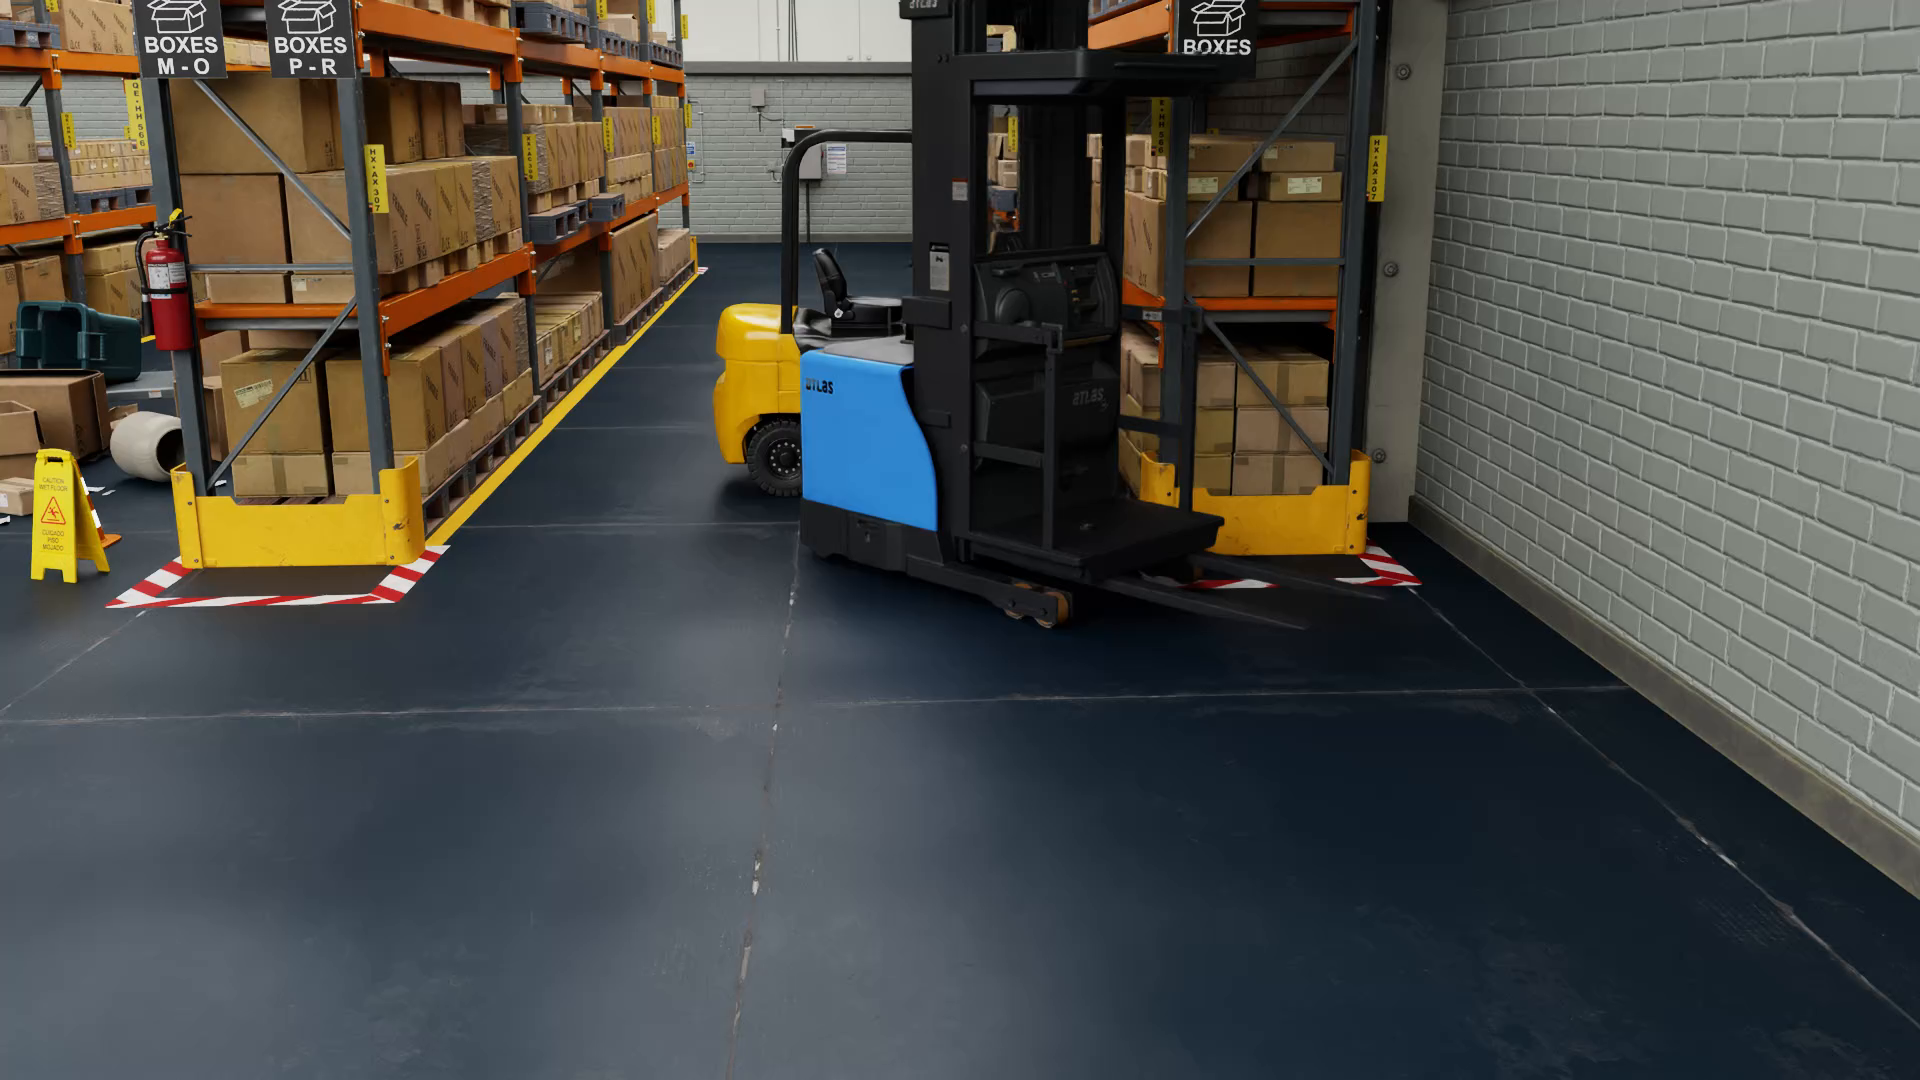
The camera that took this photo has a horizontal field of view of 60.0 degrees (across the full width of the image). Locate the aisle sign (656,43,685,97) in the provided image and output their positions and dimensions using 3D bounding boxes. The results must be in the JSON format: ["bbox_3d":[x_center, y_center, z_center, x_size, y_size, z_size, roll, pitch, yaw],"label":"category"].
[{"bbox_3d":[-4.088,-6.601,23.444,0.394,0.787,0.004,-1,14,-3],"label":"aisle sign"}]

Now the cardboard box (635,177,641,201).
[{"bbox_3d":[-3.823,-3.892,18.433,0.500,0.250,0.500,-1,14,-5],"label":"cardboard box"}]

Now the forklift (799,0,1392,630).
[{"bbox_3d":[0.564,-1.169,7.687,3.031,2.935,1.130,14,20,43],"label":"forklift"}]

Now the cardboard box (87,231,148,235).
[{"bbox_3d":[-9.262,-3.259,18.340,0.500,0.250,0.500,0,14,-2],"label":"cardboard box"}]

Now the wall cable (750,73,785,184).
[{"bbox_3d":[-3.351,-7.238,29.099,0.588,1.984,0.122,-1,14,-3],"label":"wall cable"}]

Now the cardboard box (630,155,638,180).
[{"bbox_3d":[-3.750,-4.008,17.881,0.500,0.250,0.500,-1,14,-2],"label":"cardboard box"}]

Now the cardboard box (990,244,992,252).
[{"bbox_3d":[0.614,-3.271,19.893,0.500,0.500,0.500,0,14,-1],"label":"cardboard box"}]

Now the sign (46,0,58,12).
[{"bbox_3d":[-8.277,-4.976,15.130,0.100,0.325,0.005,-1,14,-3],"label":"sign"}]

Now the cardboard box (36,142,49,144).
[{"bbox_3d":[-9.369,-3.907,16.658,0.380,0.149,0.250,0,14,-2],"label":"cardboard box"}]

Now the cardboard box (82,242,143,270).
[{"bbox_3d":[-8.664,-2.885,16.889,0.500,0.250,0.500,-1,14,-4],"label":"cardboard box"}]

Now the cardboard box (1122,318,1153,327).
[{"bbox_3d":[1.110,-1.262,10.579,0.500,0.250,0.500,-1,14,-5],"label":"cardboard box"}]

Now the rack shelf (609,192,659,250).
[{"bbox_3d":[-4.021,-3.479,17.970,1.077,0.370,4.000,-1,14,-3],"label":"rack shelf"}]

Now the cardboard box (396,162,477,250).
[{"bbox_3d":[-3.262,-2.036,10.123,0.500,0.500,0.500,-1,14,-5],"label":"cardboard box"}]

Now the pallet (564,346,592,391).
[{"bbox_3d":[-3.778,-1.482,14.363,1.003,0.211,1.213,-1,14,-3],"label":"pallet"}]

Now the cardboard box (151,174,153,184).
[{"bbox_3d":[-8.773,-3.885,17.767,0.380,0.149,0.250,0,14,-1],"label":"cardboard box"}]

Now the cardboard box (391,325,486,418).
[{"bbox_3d":[-3.237,-1.040,10.221,0.500,0.500,0.500,-1,14,-2],"label":"cardboard box"}]

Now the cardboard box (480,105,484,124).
[{"bbox_3d":[-4.000,-3.395,13.260,0.380,0.149,0.250,-2,15,-6],"label":"cardboard box"}]

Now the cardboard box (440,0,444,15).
[{"bbox_3d":[-3.239,-3.145,9.713,0.380,0.149,0.250,-1,14,-5],"label":"cardboard box"}]

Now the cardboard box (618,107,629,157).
[{"bbox_3d":[-3.741,-4.241,17.281,0.500,0.500,0.500,0,14,-2],"label":"cardboard box"}]

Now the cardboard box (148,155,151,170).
[{"bbox_3d":[-8.772,-4.025,17.714,0.380,0.149,0.250,-1,14,-3],"label":"cardboard box"}]

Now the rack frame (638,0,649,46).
[{"bbox_3d":[-4.145,-7.230,19.066,1.000,3.000,0.127,-1,14,-3],"label":"rack frame"}]

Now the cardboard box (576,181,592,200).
[{"bbox_3d":[-3.454,-3.075,14.619,0.380,0.149,0.250,-1,14,-2],"label":"cardboard box"}]

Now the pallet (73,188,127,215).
[{"bbox_3d":[-8.982,-3.311,16.259,1.213,0.211,1.003,-1,14,-3],"label":"pallet"}]

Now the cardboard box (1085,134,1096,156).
[{"bbox_3d":[1.028,-2.835,11.926,0.380,0.149,0.250,-1,14,-2],"label":"cardboard box"}]

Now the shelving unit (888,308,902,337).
[{"bbox_3d":[-0.248,-0.696,9.325,0.258,1.200,0.189,-10,17,-34],"label":"shelving unit"}]

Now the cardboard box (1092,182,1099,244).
[{"bbox_3d":[1.153,-2.091,10.933,0.500,0.500,0.500,-1,14,-4],"label":"cardboard box"}]

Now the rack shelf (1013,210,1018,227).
[{"bbox_3d":[1.180,-2.561,14.405,1.077,0.370,4.000,-1,14,-3],"label":"rack shelf"}]

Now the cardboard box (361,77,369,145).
[{"bbox_3d":[-3.809,-2.392,9.497,0.700,0.500,0.500,-1,14,-4],"label":"cardboard box"}]

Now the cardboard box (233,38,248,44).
[{"bbox_3d":[-8.896,-6.092,19.963,0.500,0.250,0.500,-1,14,-4],"label":"cardboard box"}]

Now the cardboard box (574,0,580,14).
[{"bbox_3d":[-4.148,-5.277,16.454,0.700,0.500,0.500,-2,15,-6],"label":"cardboard box"}]

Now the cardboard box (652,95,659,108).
[{"bbox_3d":[-3.950,-5.443,20.652,0.380,0.149,0.250,-1,14,-4],"label":"cardboard box"}]

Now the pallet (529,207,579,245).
[{"bbox_3d":[-3.552,-2.434,12.852,1.003,0.211,1.213,-1,14,-3],"label":"pallet"}]

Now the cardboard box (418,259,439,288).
[{"bbox_3d":[-3.151,-1.500,9.339,0.380,0.149,0.250,-1,14,-3],"label":"cardboard box"}]

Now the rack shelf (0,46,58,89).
[{"bbox_3d":[-8.708,-3.835,13.335,1.077,0.370,4.000,-1,14,-3],"label":"rack shelf"}]

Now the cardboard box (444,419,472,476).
[{"bbox_3d":[-3.200,-0.544,9.795,0.500,0.250,0.500,0,14,-1],"label":"cardboard box"}]

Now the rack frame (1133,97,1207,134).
[{"bbox_3d":[1.304,-2.412,12.382,1.000,3.000,0.127,-1,14,-3],"label":"rack frame"}]

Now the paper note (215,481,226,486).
[{"bbox_3d":[-4.653,-0.360,10.363,0.142,0.019,0.148,-6,16,-23],"label":"paper note"}]

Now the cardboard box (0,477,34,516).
[{"bbox_3d":[-5.499,-0.254,9.715,0.380,0.149,0.250,7,16,26],"label":"cardboard box"}]

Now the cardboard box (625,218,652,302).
[{"bbox_3d":[-3.963,-3.121,18.559,0.875,0.875,0.875,0,14,-2],"label":"cardboard box"}]

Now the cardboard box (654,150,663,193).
[{"bbox_3d":[-3.913,-4.494,20.270,0.500,0.500,0.500,0,14,-2],"label":"cardboard box"}]

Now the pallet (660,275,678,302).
[{"bbox_3d":[-4.114,-3.164,20.901,1.003,0.211,1.213,-1,14,-3],"label":"pallet"}]

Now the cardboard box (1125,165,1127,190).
[{"bbox_3d":[1.147,-2.181,9.979,0.380,0.149,0.250,-1,14,-3],"label":"cardboard box"}]

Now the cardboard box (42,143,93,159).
[{"bbox_3d":[-8.686,-3.783,16.175,0.380,0.149,0.250,-1,14,-5],"label":"cardboard box"}]

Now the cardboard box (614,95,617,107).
[{"bbox_3d":[-4.396,-5.372,20.377,0.380,0.149,0.250,-1,14,-3],"label":"cardboard box"}]

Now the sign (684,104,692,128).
[{"bbox_3d":[-3.851,-6.000,23.525,0.100,0.325,0.005,-1,14,-3],"label":"sign"}]

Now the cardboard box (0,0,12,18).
[{"bbox_3d":[-8.575,-4.674,14.577,0.380,0.166,0.250,-1,14,-3],"label":"cardboard box"}]

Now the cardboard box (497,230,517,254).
[{"bbox_3d":[-3.303,-2.076,11.579,0.380,0.149,0.250,-1,14,-2],"label":"cardboard box"}]

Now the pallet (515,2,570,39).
[{"bbox_3d":[-3.582,-3.852,12.334,1.213,0.211,1.003,-1,14,-3],"label":"pallet"}]
